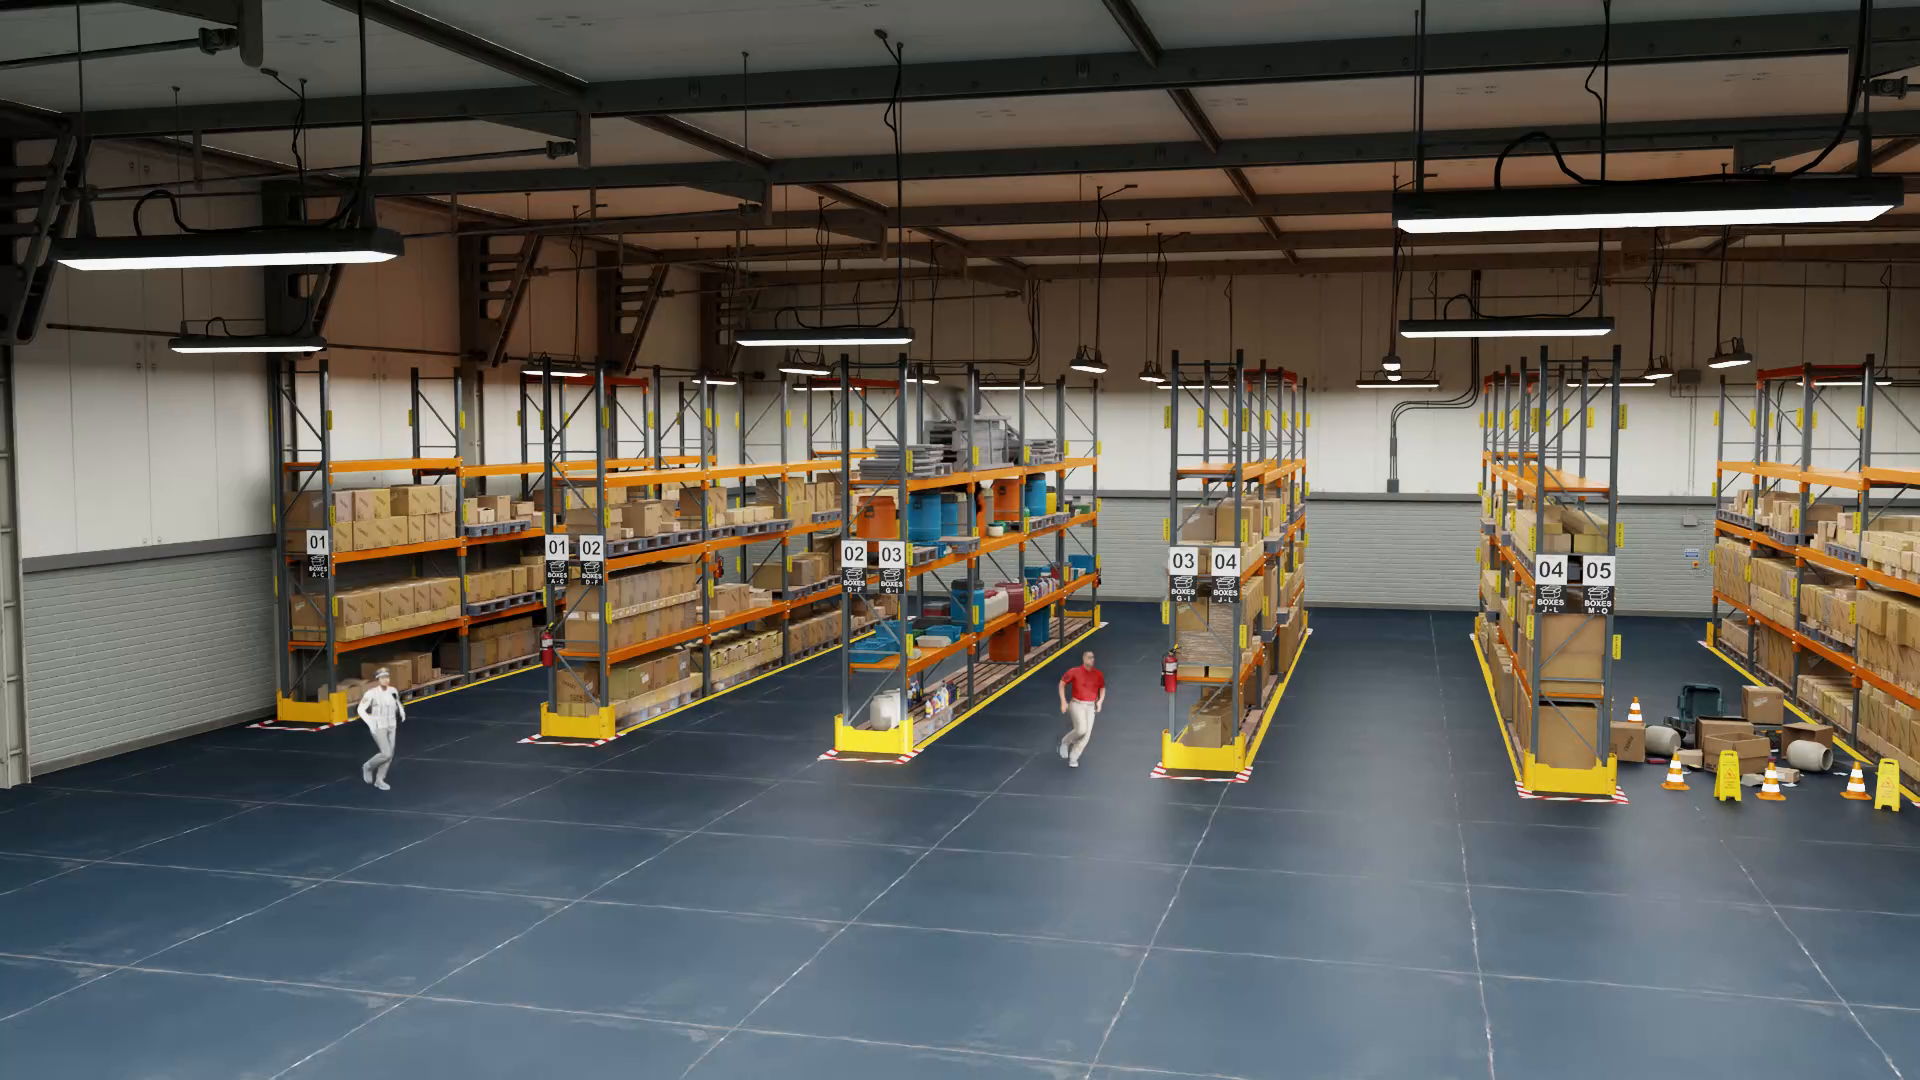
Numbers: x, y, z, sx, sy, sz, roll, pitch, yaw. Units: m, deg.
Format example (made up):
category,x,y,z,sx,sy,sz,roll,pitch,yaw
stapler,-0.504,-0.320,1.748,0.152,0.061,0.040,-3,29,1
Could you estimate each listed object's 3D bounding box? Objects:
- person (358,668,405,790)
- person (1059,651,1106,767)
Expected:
category,x,y,z,sx,sy,sz,roll,pitch,yaw
person,-7.812,2.554,22.597,0.567,1.668,0.604,3,5,38
person,1.823,2.444,24.111,0.701,1.650,0.535,-1,4,-20
